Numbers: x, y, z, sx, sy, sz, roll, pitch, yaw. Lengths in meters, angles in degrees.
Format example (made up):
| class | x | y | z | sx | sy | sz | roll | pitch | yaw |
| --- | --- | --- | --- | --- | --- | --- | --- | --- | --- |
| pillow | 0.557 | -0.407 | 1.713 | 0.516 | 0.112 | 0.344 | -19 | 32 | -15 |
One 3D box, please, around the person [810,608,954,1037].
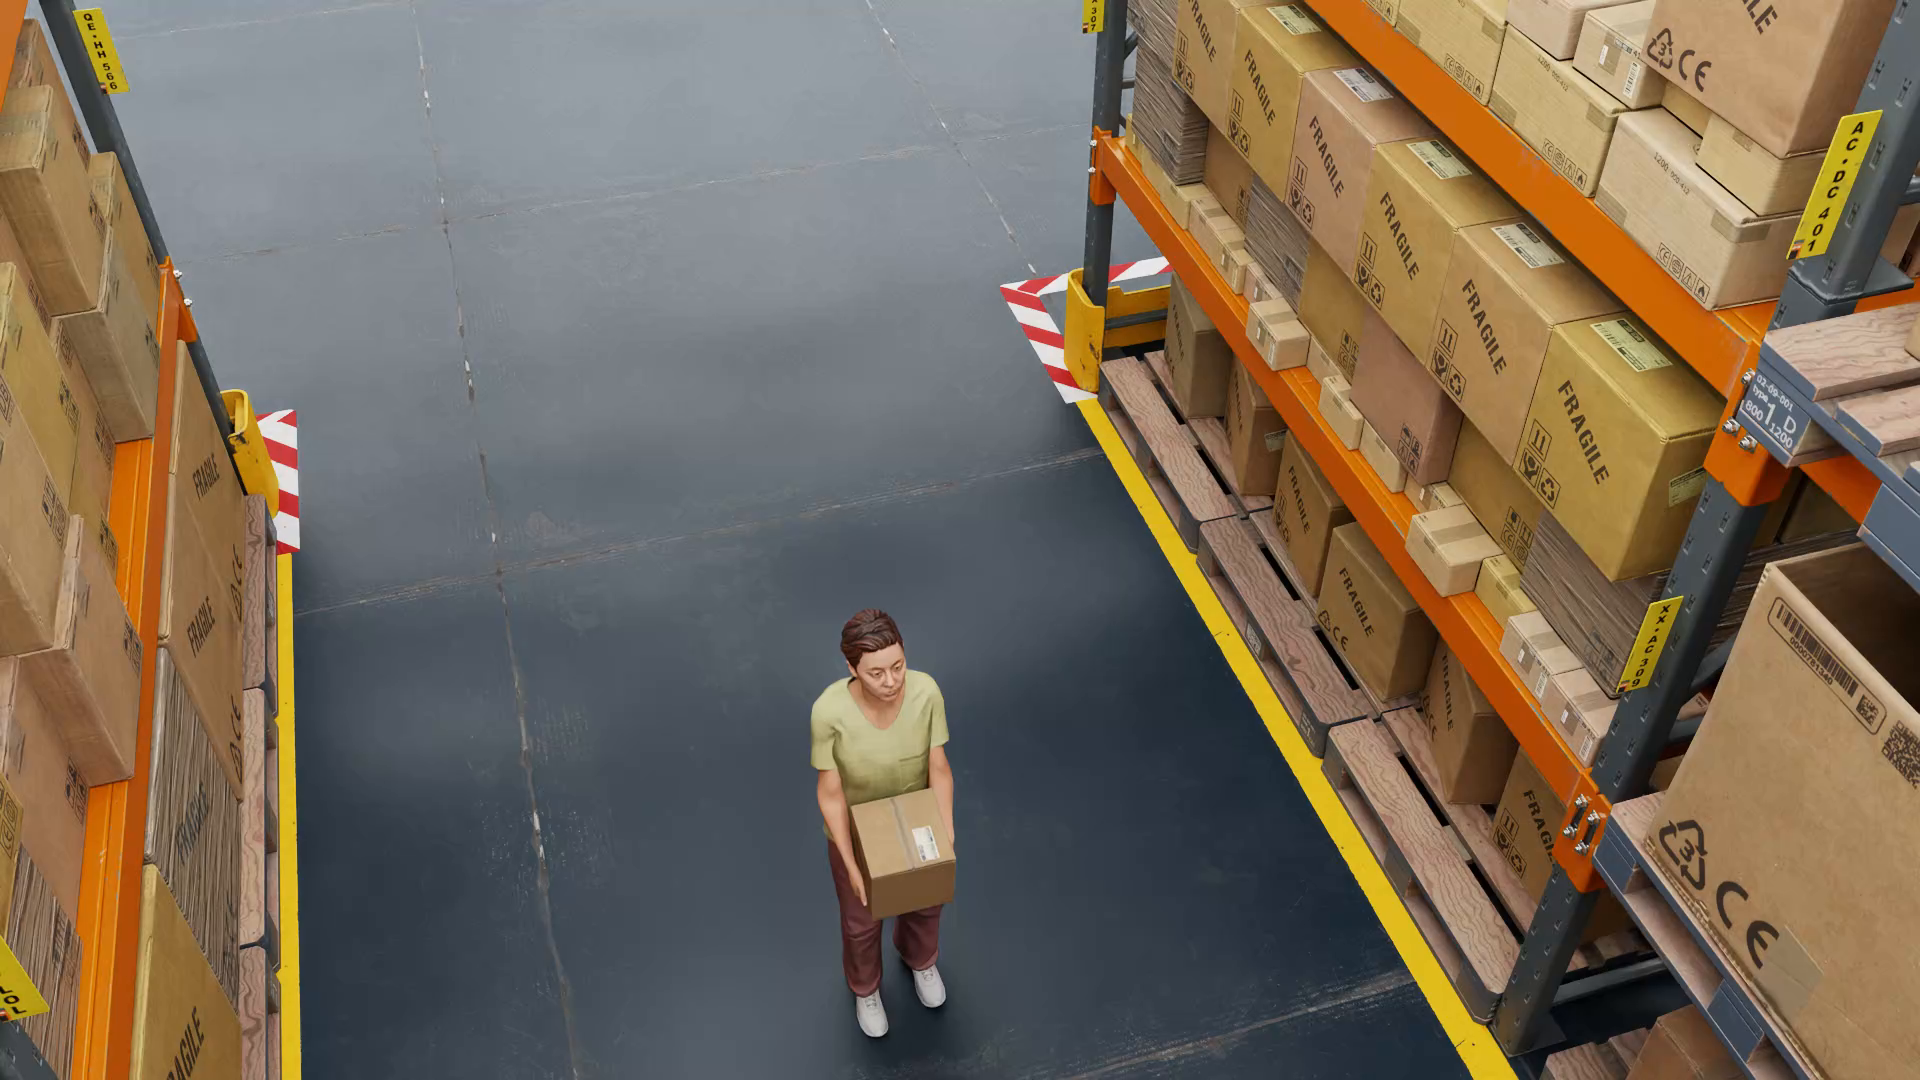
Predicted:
| class | x | y | z | sx | sy | sz | roll | pitch | yaw |
| --- | --- | --- | --- | --- | --- | --- | --- | --- | --- |
| person | -0.221 | 0.927 | 5.155 | 0.425 | 1.663 | 0.554 | -11 | 44 | -12 |
